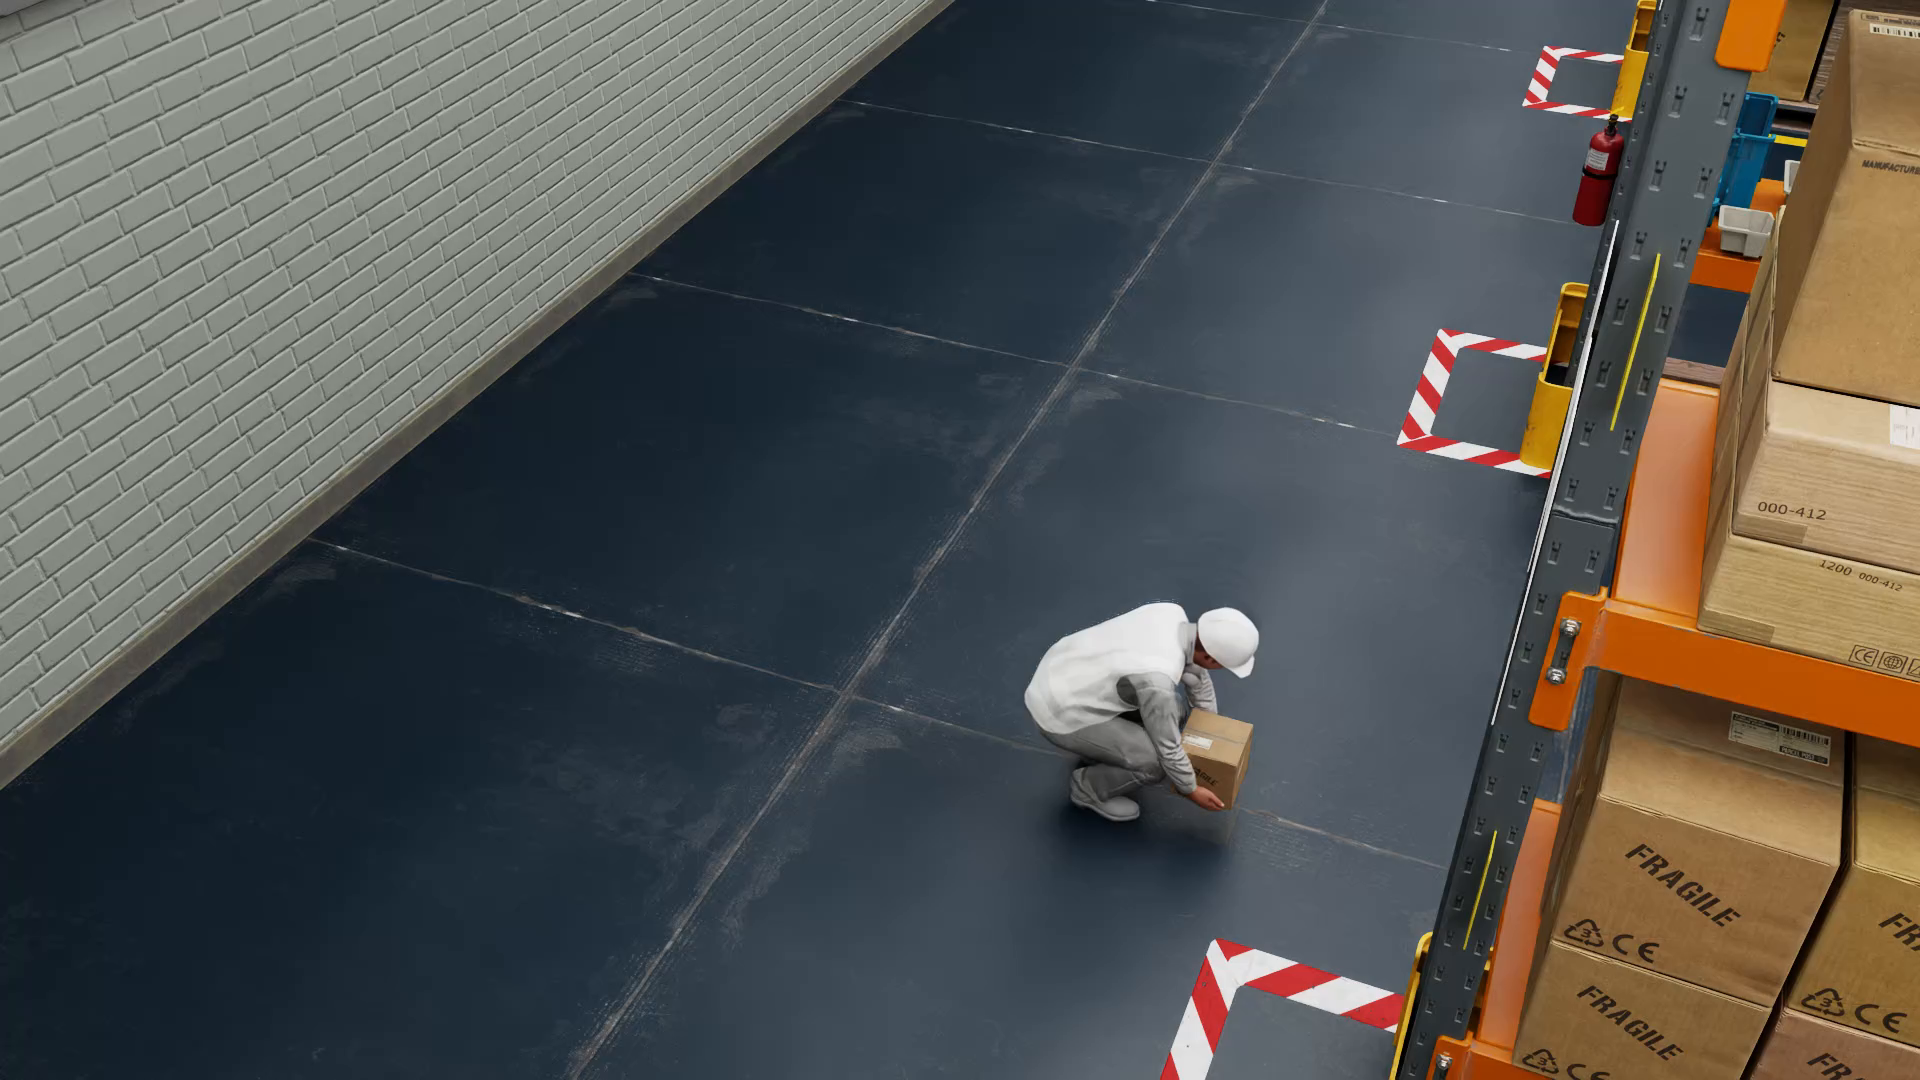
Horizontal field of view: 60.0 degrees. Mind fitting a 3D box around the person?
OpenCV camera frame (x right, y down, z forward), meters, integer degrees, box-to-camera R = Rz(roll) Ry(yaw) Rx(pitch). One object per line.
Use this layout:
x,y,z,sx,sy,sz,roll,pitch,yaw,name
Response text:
0.707,0.631,6.603,0.862,1.013,0.532,14,39,18,person
